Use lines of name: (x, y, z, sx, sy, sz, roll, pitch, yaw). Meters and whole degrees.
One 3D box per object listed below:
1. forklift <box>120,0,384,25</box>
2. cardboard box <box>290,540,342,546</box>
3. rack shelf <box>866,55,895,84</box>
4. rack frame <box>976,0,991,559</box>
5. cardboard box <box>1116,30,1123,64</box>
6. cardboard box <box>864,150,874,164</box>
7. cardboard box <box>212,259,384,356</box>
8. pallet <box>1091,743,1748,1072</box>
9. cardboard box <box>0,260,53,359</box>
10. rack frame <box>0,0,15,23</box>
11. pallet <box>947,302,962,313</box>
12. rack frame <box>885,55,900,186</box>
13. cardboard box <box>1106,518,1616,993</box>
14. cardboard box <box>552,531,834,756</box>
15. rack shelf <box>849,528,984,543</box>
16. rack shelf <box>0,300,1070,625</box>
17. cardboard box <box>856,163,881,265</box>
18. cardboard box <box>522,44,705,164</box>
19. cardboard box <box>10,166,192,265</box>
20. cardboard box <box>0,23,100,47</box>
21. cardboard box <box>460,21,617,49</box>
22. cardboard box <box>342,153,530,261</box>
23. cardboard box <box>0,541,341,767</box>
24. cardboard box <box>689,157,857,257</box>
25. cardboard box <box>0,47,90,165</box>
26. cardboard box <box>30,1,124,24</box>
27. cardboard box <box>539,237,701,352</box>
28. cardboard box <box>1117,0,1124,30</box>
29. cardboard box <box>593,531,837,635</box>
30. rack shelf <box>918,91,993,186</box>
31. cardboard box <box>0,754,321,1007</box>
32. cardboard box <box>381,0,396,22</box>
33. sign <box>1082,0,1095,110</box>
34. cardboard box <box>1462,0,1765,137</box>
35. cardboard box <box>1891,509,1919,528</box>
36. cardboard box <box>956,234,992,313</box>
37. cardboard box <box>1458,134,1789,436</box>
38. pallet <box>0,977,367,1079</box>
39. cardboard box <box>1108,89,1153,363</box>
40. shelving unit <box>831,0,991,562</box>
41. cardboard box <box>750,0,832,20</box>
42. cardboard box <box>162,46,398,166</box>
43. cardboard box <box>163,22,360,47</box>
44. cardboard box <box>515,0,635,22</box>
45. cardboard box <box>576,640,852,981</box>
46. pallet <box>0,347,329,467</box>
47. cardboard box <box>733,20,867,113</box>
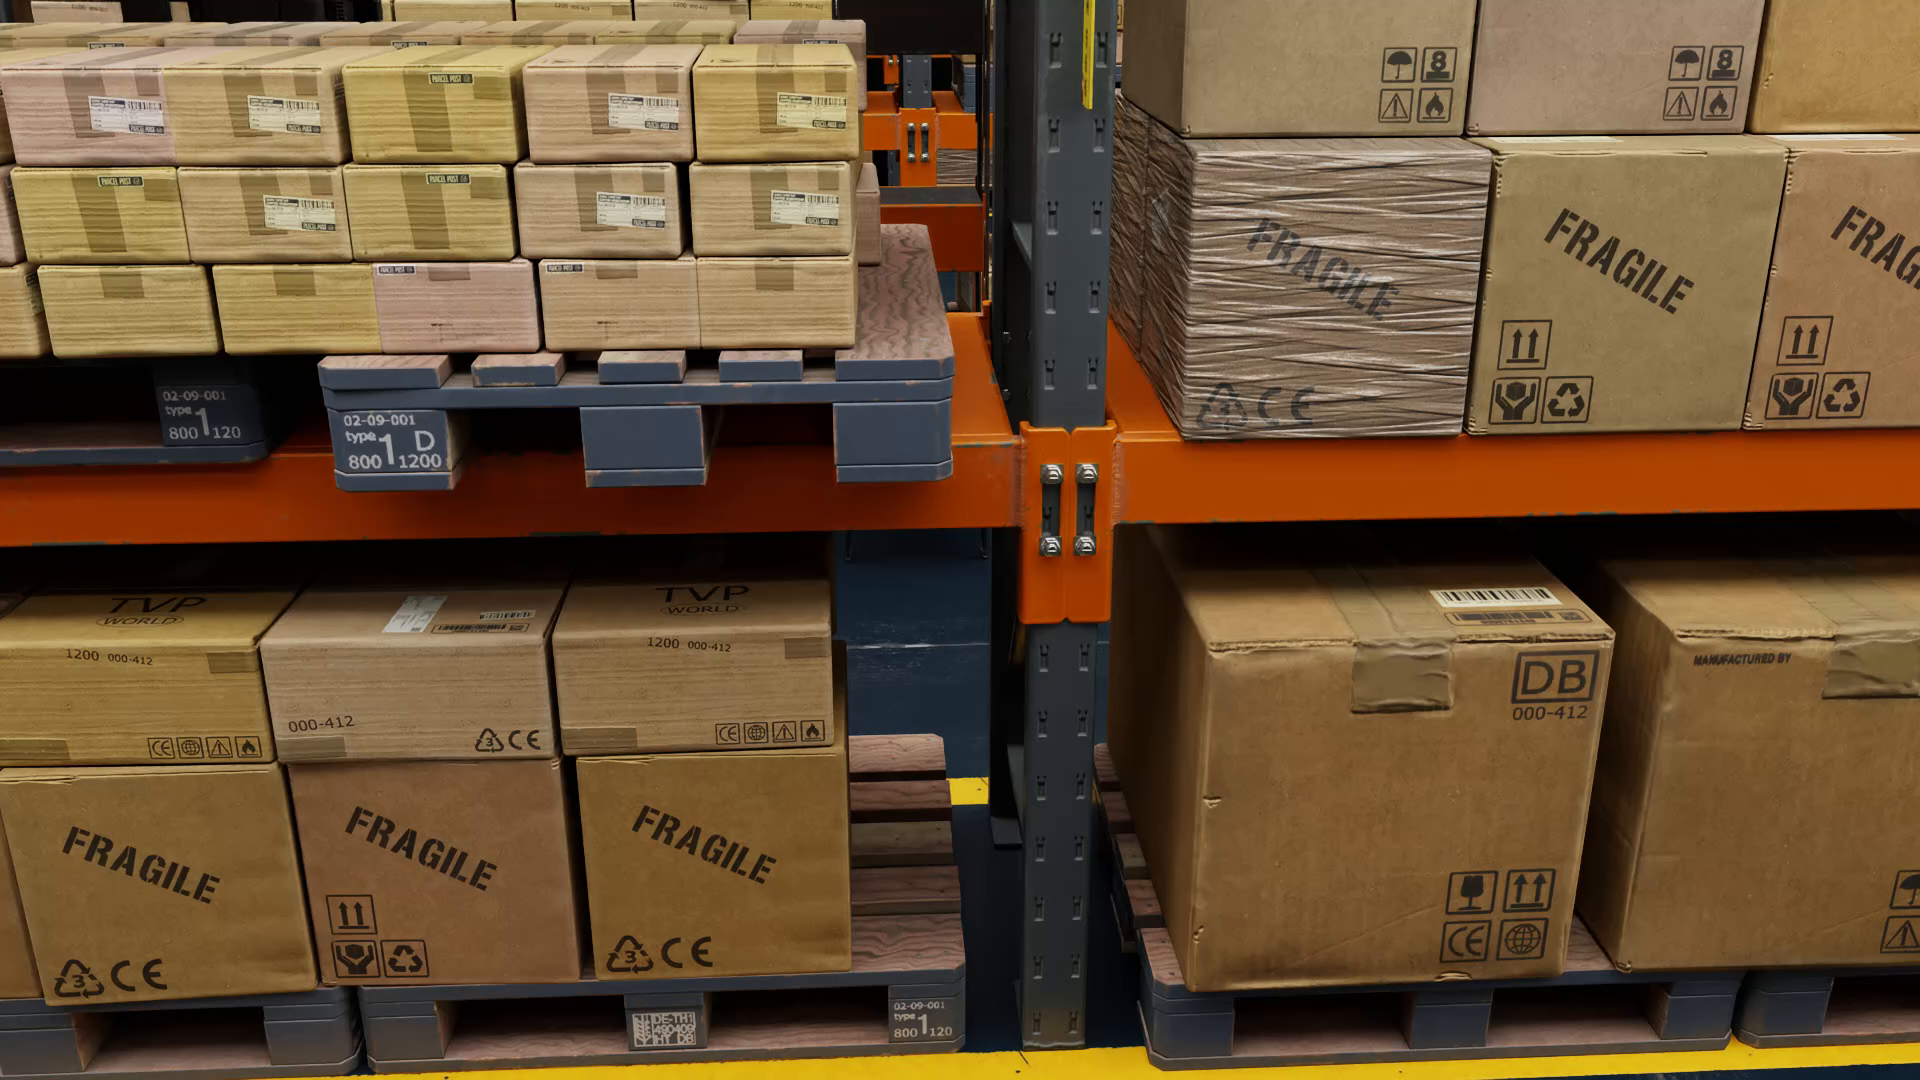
forklift: (-2.636, -1.282, 5.370, 3.031, 2.935, 1.130, -2, 21, -5)
cardboard box: (-1.540, 0.027, 3.704, 0.500, 0.250, 0.500, -1, 21, -3)
rack shelf: (-2.504, -3.681, 12.586, 4.000, 0.370, 1.077, -1, 21, -3)
rack frame: (0.078, -0.983, 5.752, 0.015, 2.100, 0.400, -1, 21, -3)
cardboard box: (0.675, -2.297, 7.703, 0.250, 0.149, 0.380, -3, 21, -7)
cardboard box: (-0.917, -3.001, 12.711, 0.500, 0.500, 0.500, -1, 21, -1)
cardboard box: (-1.057, -0.431, 2.800, 0.250, 0.149, 0.380, -1, 21, -4)
pallet: (0.955, 0.775, 3.788, 1.213, 0.211, 1.003, -1, 21, -3)
cardboard box: (-1.584, -0.420, 2.772, 0.250, 0.149, 0.380, -1, 21, -1)
rack frame: (-4.213, -2.214, 7.720, 0.127, 3.000, 1.000, -1, 21, -3)
pallet: (0.560, -1.007, 8.470, 1.213, 0.211, 1.003, -1, 21, -3)
rack frame: (-0.507, -4.058, 12.565, 0.127, 3.000, 1.000, -1, 21, -3)
cardboard box: (0.777, 0.336, 3.594, 0.750, 0.750, 1.050, -1, 21, -4)
cardboard box: (-0.504, 0.190, 3.276, 0.500, 0.250, 0.500, -2, 21, -4)
rack shelf: (-0.165, -0.311, 5.992, 0.480, 0.518, 0.431, -1, 21, -3)
rack shelf: (-1.833, -0.162, 3.342, 4.000, 0.370, 1.077, -1, 21, -3)
cardboard box: (-0.295, -0.680, 3.455, 0.250, 0.149, 0.380, -1, 21, -4)
cardboard box: (-0.551, -0.719, 2.719, 0.250, 0.149, 0.380, -1, 21, -4)
cardboard box: (-1.331, -0.563, 2.730, 0.250, 0.149, 0.380, -1, 21, -3)
cardboard box: (-1.870, -0.924, 3.259, 0.250, 0.149, 0.380, -1, 21, -4)
cardboard box: (-0.822, -0.945, 3.315, 0.250, 0.149, 0.380, -1, 21, -3)
cardboard box: (-0.833, -0.573, 2.754, 0.250, 0.149, 0.380, -1, 21, -2)
cardboard box: (-1.516, 0.209, 3.226, 0.500, 0.250, 0.500, -1, 21, -2)
cardboard box: (-0.304, -0.585, 2.786, 0.250, 0.149, 0.380, -1, 21, -2)
cardboard box: (-1.591, -0.697, 2.664, 0.250, 0.149, 0.380, 0, 21, 0)
cardboard box: (-3.758, -2.286, 7.418, 0.500, 0.250, 0.500, -2, 21, -5)
cardboard box: (-0.551, -0.440, 2.824, 0.250, 0.149, 0.380, -1, 21, -3)
cardboard box: (0.762, -2.617, 7.630, 0.500, 0.500, 0.500, 0, 21, 0)
cardboard box: (-0.539, 0.011, 3.746, 0.500, 0.250, 0.500, -2, 21, -6)
rack shelf: (1.777, -2.000, 8.168, 4.000, 0.370, 1.077, -1, 21, -3)
cardboard box: (-1.524, 0.565, 3.344, 0.500, 0.500, 0.500, -2, 21, -5)
cardboard box: (-2.734, -2.308, 7.474, 0.500, 0.250, 0.500, -1, 21, -2)
sign: (0.204, -0.850, 2.623, 0.005, 0.325, 0.100, -1, 21, -3)
cardboard box: (1.117, -1.069, 3.168, 0.500, 0.500, 0.700, -1, 21, -4)
cardboard box: (2.579, 0.298, 3.694, 0.750, 0.750, 1.050, -1, 21, -3)
cardboard box: (0.345, -1.271, 8.347, 0.625, 0.372, 0.950, -3, 21, -7)
cardboard box: (1.135, -0.510, 3.104, 0.500, 0.500, 0.500, -1, 21, -4)
pallet: (-1.832, 0.803, 3.714, 1.213, 0.211, 1.003, -1, 21, -3)
cardboard box: (0.598, -0.690, 3.577, 0.500, 0.500, 0.500, -1, 21, -3)
shelving unit: (-0.165, -0.978, 5.739, 0.503, 2.100, 0.431, -1, 21, -3)
cardboard box: (-0.689, -2.359, 7.608, 0.500, 0.250, 0.500, -1, 21, -3)
cardboard box: (-1.078, -0.706, 2.688, 0.250, 0.149, 0.380, -1, 21, -1)
cardboard box: (-1.357, -0.934, 3.285, 0.250, 0.149, 0.380, 0, 21, -1)
cardboard box: (-1.711, -2.329, 7.531, 0.500, 0.250, 0.500, -2, 21, -4)
cardboard box: (-0.479, 0.539, 3.411, 0.500, 0.500, 0.500, -1, 21, -3)
pallet: (-1.810, -0.394, 3.211, 1.213, 0.211, 1.003, -1, 21, -3)
cardboard box: (-0.313, -0.955, 3.340, 0.250, 0.149, 0.380, -1, 21, -3)
